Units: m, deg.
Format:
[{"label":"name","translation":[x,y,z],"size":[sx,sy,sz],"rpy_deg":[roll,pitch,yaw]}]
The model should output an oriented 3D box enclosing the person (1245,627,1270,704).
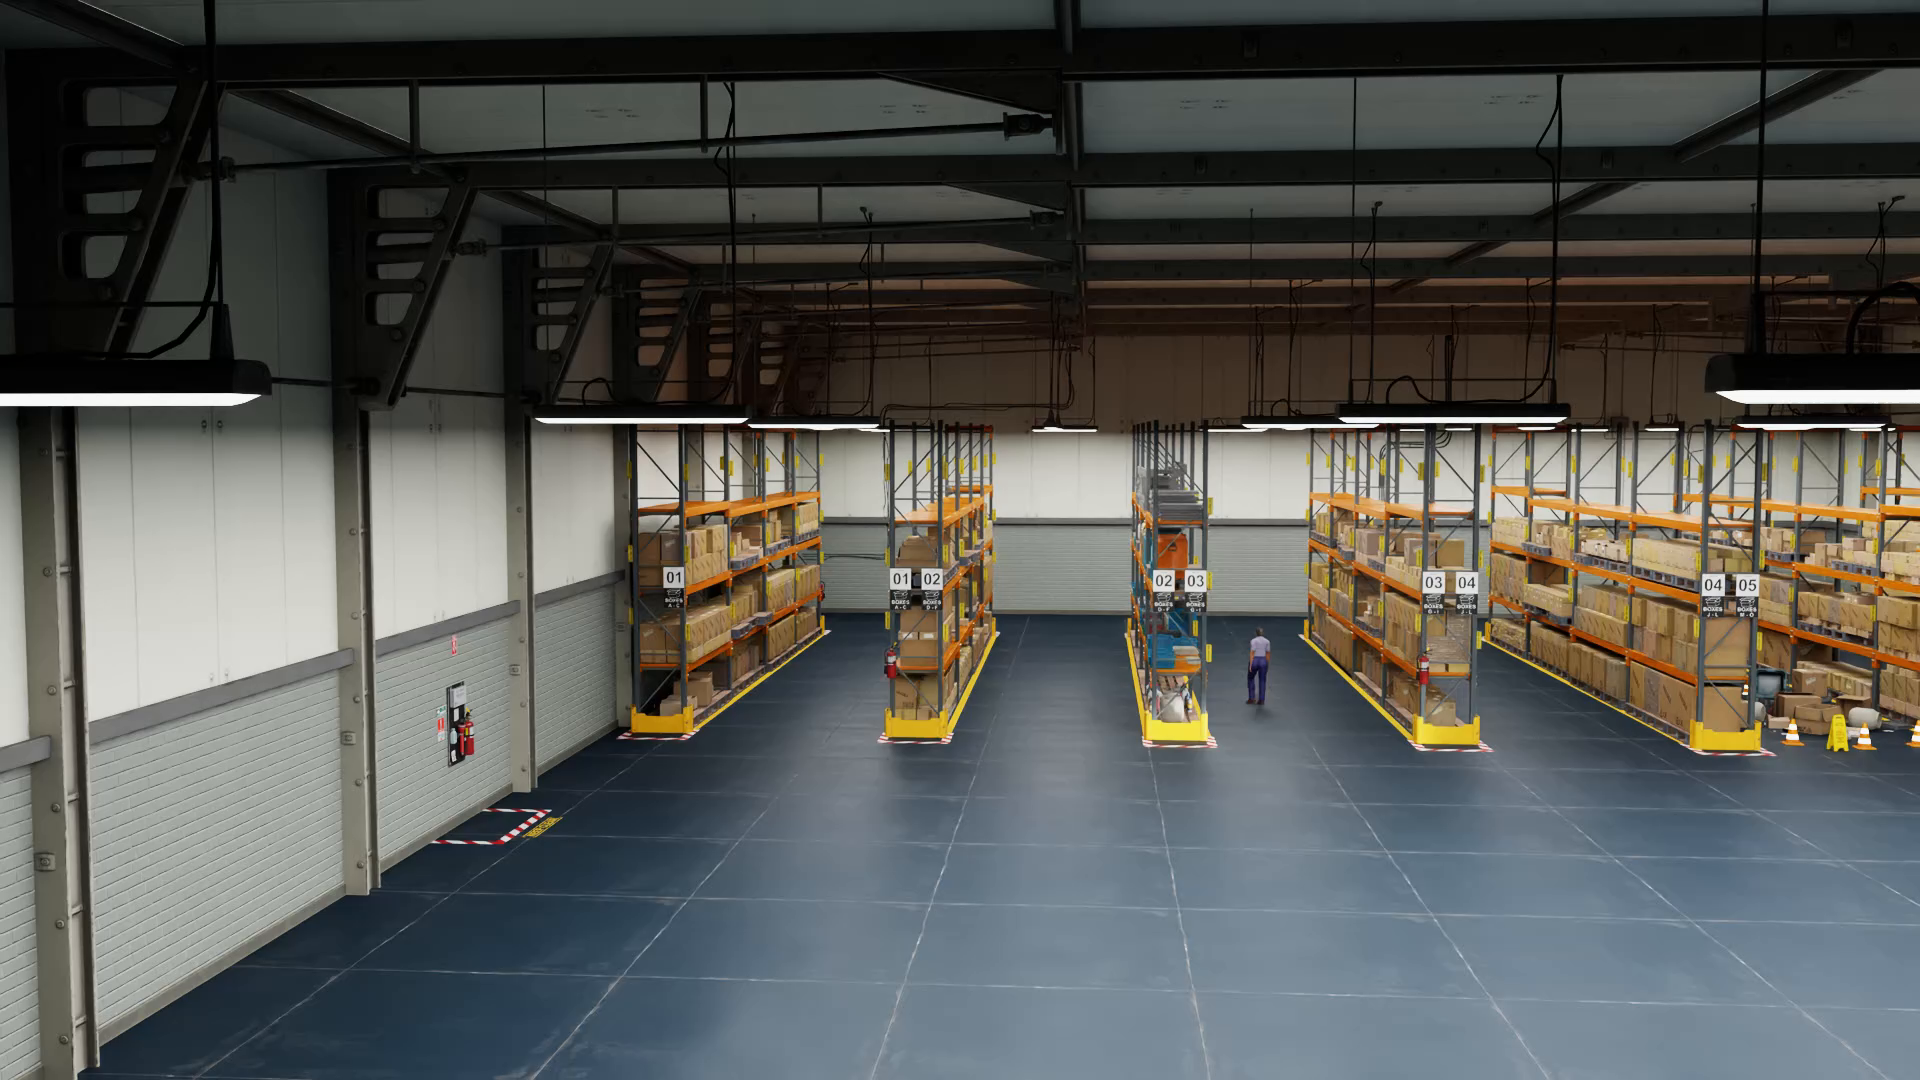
[{"label":"person","translation":[6.357,2.704,35.337],"size":[0.500,1.682,0.606],"rpy_deg":[0,4,-2]}]
